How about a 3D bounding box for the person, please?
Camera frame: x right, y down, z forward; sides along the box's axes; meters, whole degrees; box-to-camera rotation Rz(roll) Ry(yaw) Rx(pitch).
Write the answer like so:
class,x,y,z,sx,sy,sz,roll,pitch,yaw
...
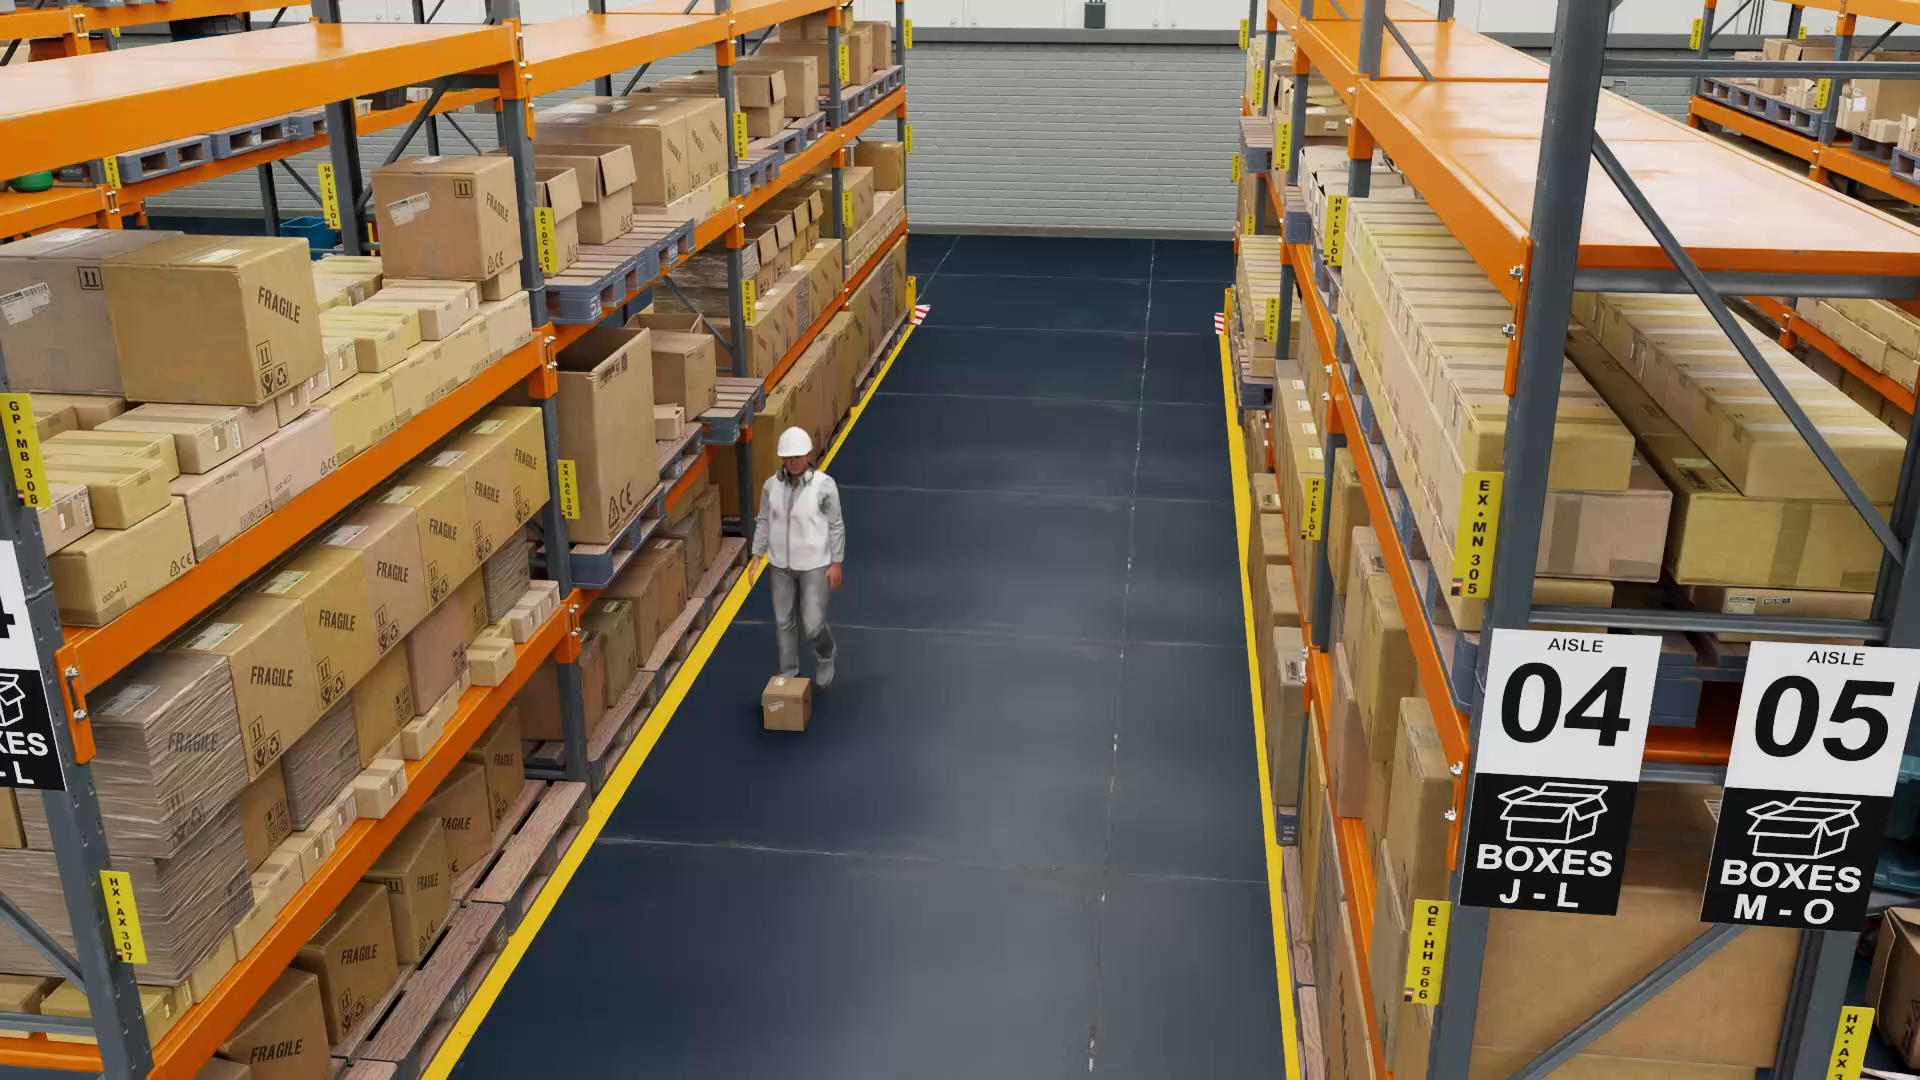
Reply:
class,x,y,z,sx,sy,sz,roll,pitch,yaw
person,-1.058,0.168,10.586,0.587,1.764,0.585,8,22,19
